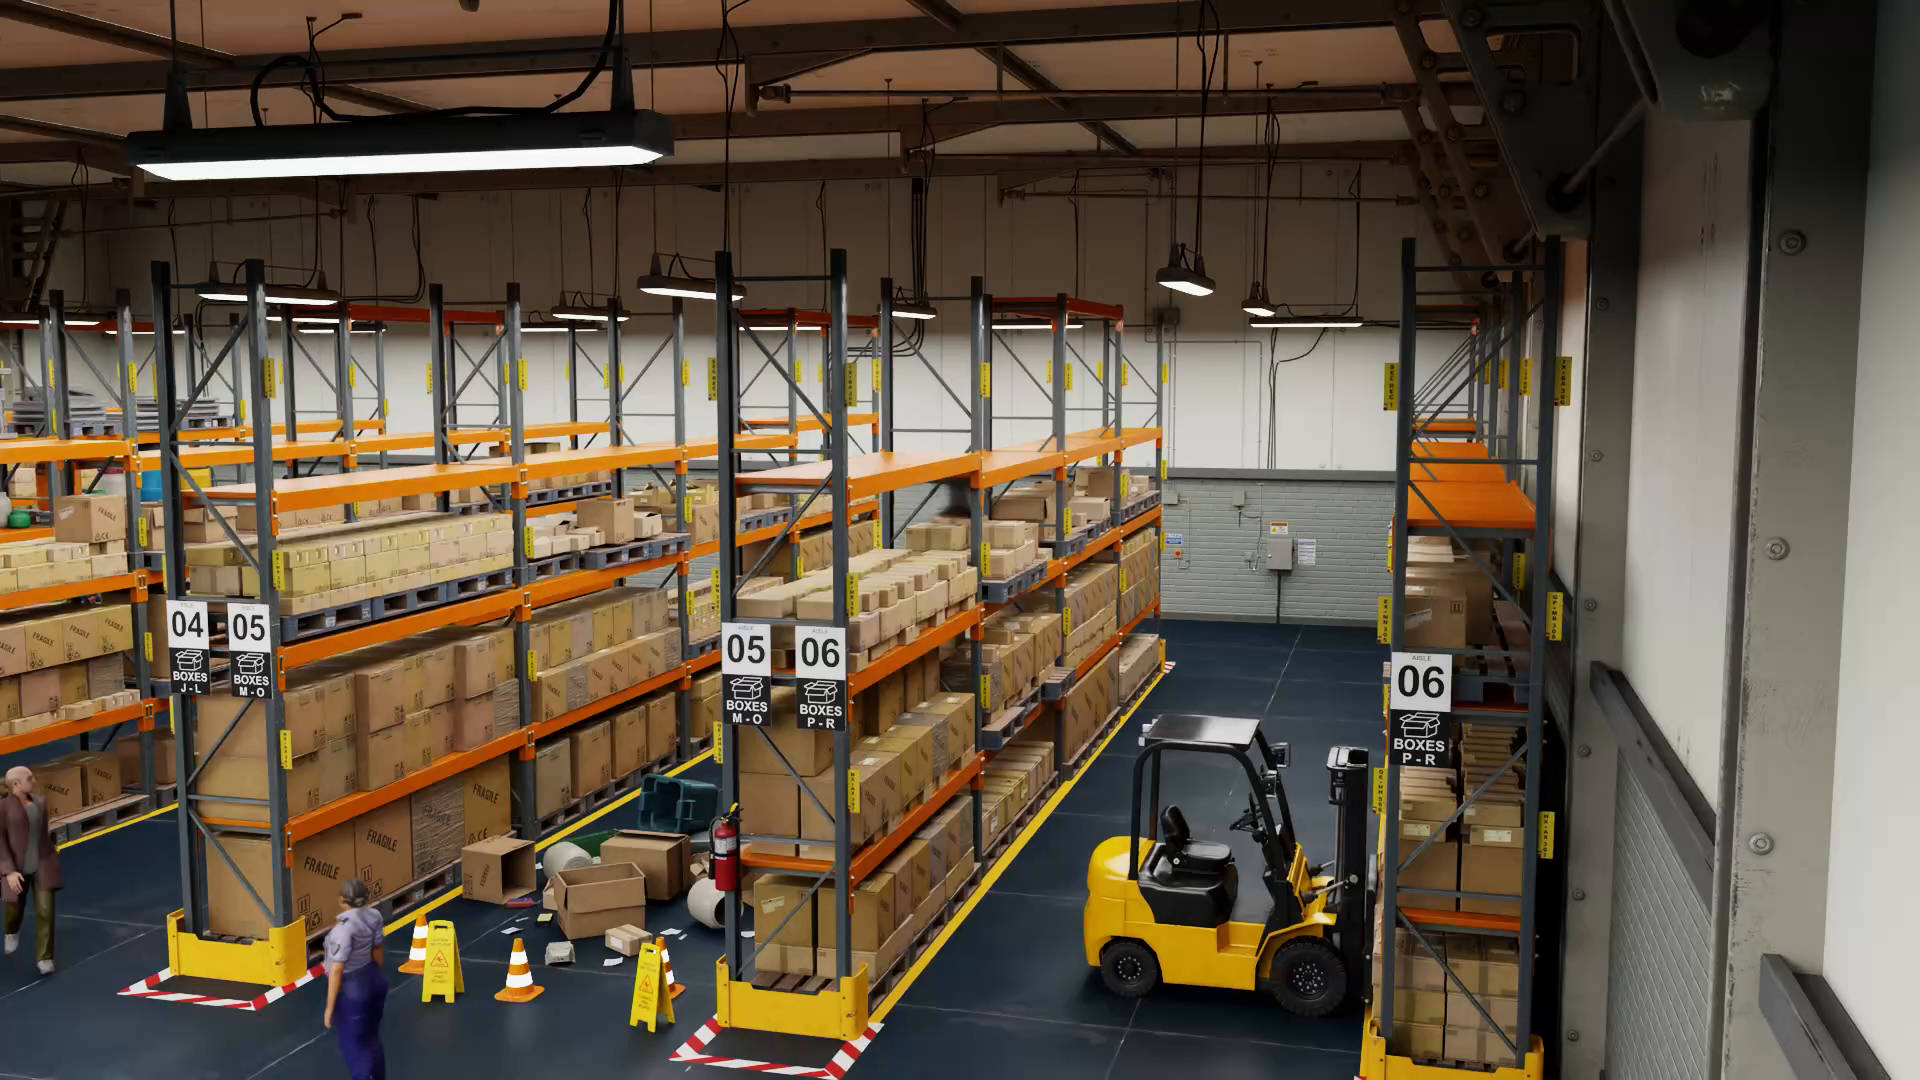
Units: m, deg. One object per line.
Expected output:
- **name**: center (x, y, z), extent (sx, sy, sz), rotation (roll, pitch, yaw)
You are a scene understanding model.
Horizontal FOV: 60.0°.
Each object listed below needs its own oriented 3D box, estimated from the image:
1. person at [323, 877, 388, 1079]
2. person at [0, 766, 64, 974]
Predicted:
- **person**: center (-4.168, 3.154, 11.470), extent (0.390, 1.688, 0.603), rotation (1, 6, 11)
- **person**: center (-8.006, 2.784, 14.240), extent (0.523, 1.731, 0.917), rotation (-4, 7, -35)
